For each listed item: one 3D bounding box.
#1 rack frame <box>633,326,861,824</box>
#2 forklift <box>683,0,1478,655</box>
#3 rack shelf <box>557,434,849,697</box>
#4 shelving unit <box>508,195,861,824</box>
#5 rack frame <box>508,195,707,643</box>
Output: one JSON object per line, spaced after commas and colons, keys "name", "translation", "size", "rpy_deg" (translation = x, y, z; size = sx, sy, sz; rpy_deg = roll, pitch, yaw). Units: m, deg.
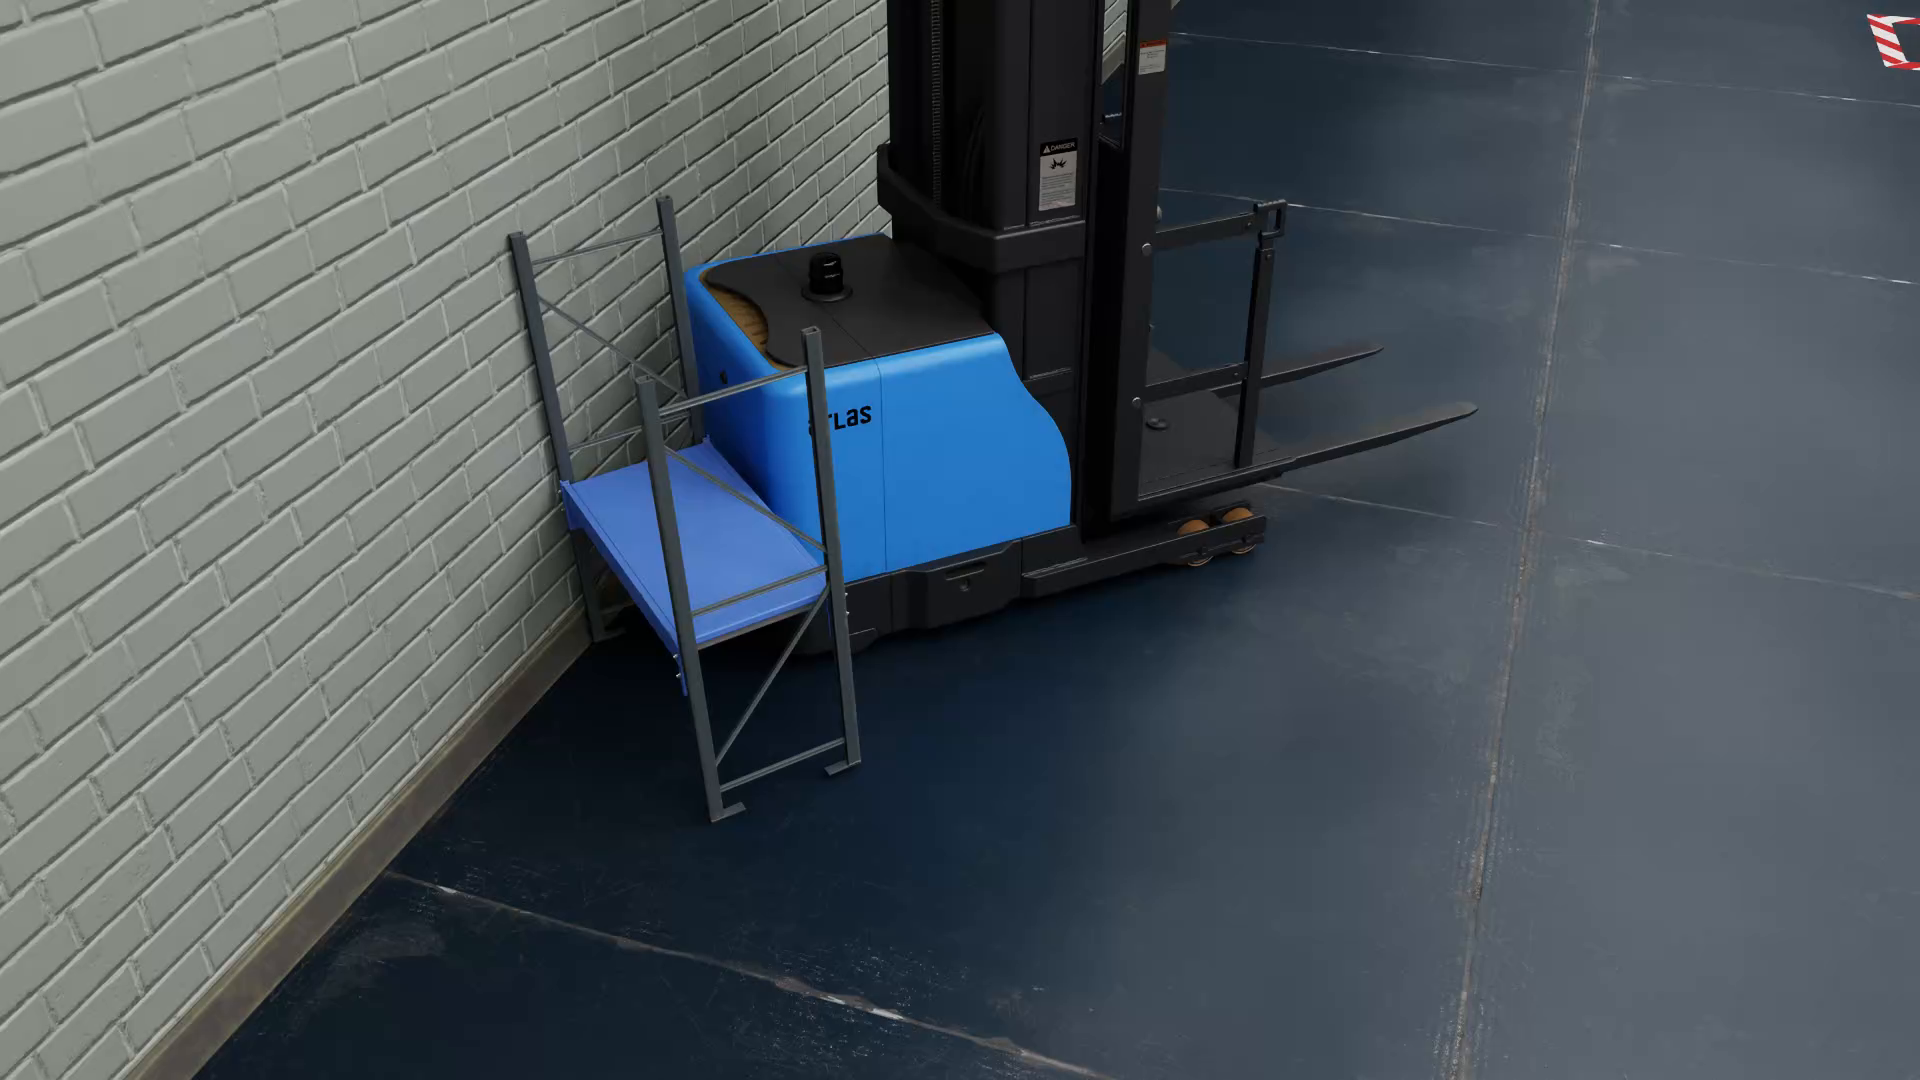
{"name": "rack frame", "translation": [-0.556, 0.145, 4.621], "size": [0.500, 1.500, 0.032], "rpy_deg": [-20, 39, -23]}
{"name": "forklift", "translation": [0.568, -1.379, 5.683], "size": [3.031, 2.935, 1.130], "rpy_deg": [-15, 36, -21]}
{"name": "rack shelf", "translation": [-0.804, 0.047, 5.090], "size": [0.538, 0.185, 1.000], "rpy_deg": [-20, 39, -23]}
{"name": "shelving unit", "translation": [-0.810, -0.101, 4.987], "size": [0.538, 1.500, 1.048], "rpy_deg": [-20, 39, -23]}
{"name": "rack frame", "translation": [-1.064, -0.346, 5.353], "size": [0.500, 1.500, 0.032], "rpy_deg": [-20, 39, -23]}
